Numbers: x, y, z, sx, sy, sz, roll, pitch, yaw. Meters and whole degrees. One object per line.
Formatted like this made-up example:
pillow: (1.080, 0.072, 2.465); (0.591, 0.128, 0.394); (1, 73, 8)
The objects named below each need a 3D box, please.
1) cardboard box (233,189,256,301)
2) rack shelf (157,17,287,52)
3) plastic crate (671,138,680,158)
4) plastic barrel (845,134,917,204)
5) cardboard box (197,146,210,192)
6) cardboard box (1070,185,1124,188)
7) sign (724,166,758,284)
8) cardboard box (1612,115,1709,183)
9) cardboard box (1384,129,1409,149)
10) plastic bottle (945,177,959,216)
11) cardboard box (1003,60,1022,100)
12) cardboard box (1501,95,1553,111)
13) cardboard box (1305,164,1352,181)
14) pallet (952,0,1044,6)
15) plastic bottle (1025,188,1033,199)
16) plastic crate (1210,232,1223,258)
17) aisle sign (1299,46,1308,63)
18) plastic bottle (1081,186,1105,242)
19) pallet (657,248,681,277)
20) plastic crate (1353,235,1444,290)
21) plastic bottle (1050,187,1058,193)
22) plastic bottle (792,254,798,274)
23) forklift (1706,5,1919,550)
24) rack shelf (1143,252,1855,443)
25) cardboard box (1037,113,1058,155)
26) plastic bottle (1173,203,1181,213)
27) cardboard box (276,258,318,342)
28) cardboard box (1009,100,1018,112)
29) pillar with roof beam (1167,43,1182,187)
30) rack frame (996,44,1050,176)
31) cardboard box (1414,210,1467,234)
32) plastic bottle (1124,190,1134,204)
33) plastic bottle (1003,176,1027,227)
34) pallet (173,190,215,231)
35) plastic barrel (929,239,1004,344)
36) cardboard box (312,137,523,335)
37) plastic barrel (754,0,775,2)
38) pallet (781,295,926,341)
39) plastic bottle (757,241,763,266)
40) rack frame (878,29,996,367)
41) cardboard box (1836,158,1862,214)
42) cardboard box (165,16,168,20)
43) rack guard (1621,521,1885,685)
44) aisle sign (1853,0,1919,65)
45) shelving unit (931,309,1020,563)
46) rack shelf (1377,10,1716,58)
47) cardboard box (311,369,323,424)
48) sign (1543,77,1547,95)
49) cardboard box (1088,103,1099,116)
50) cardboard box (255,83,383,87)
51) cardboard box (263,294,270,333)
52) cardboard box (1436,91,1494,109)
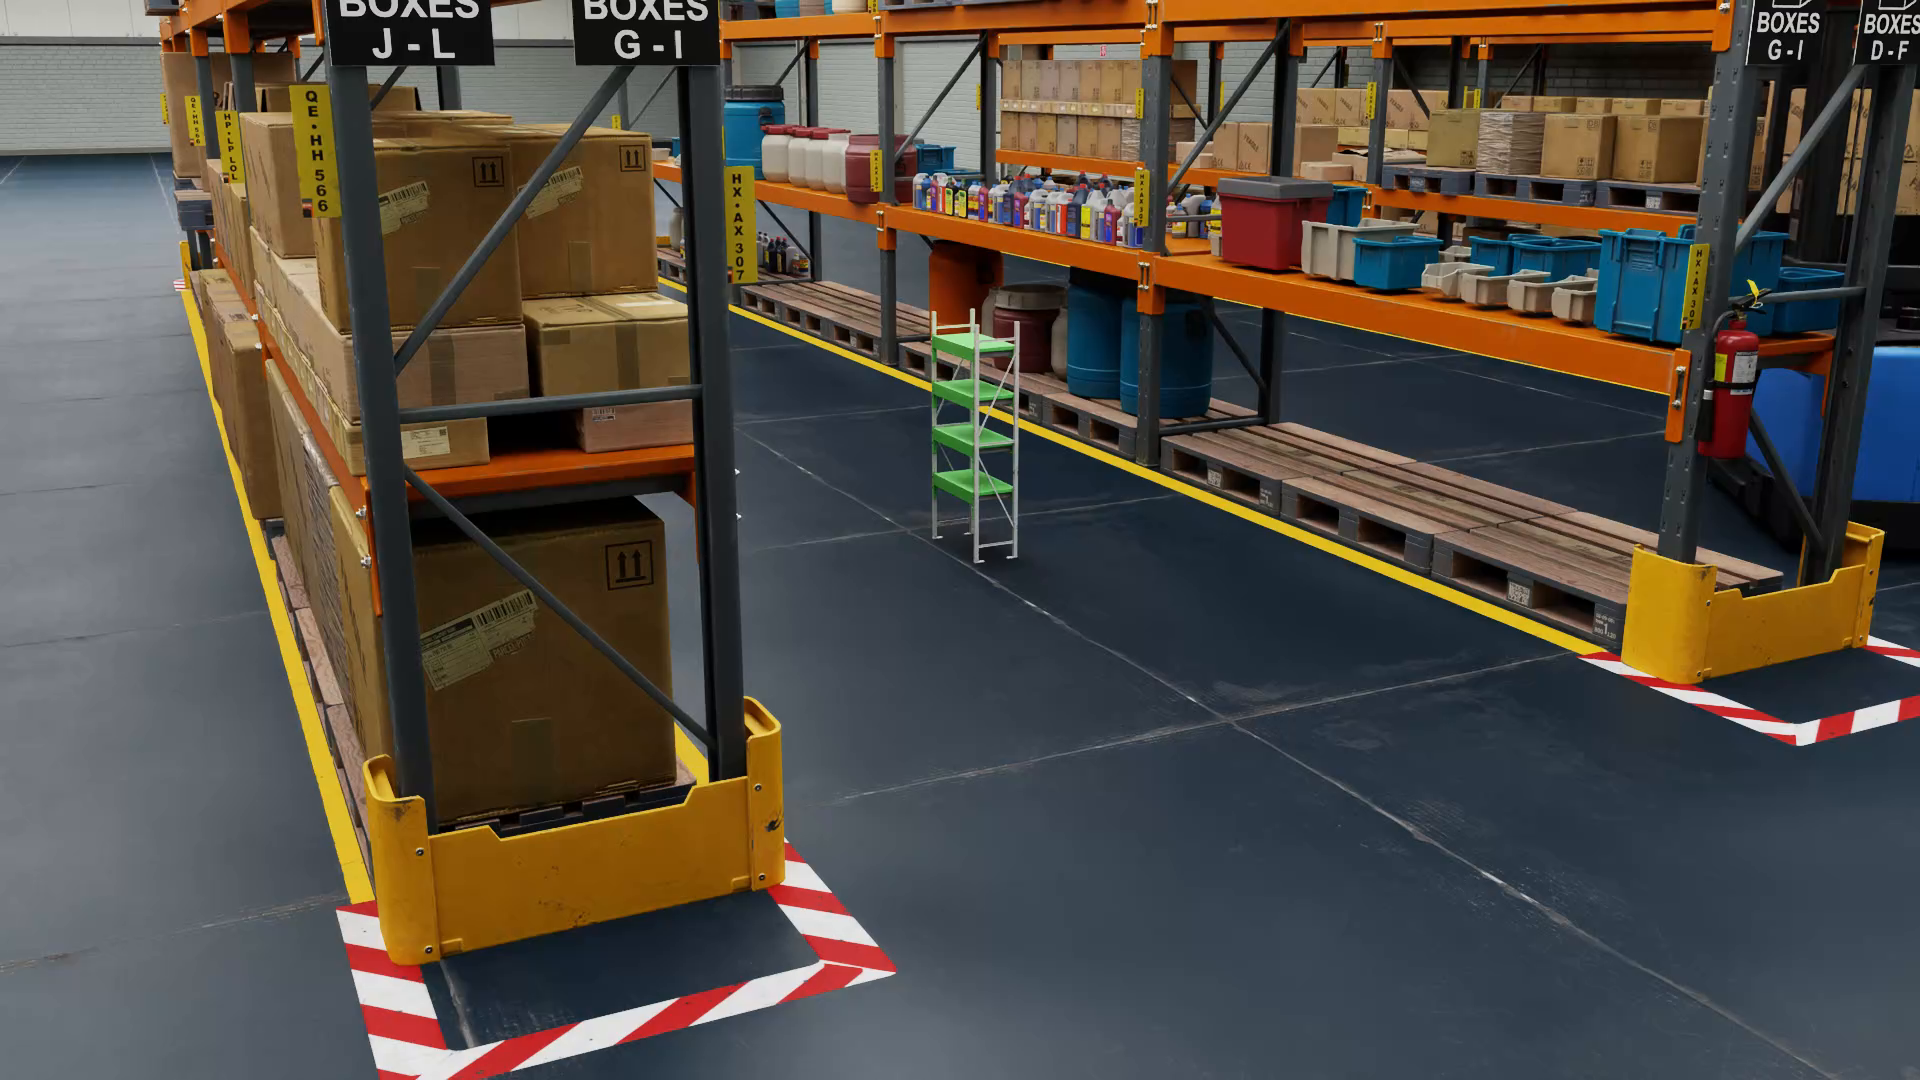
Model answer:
cardboard box: (-3.329, -1.493, 8.333); (0.500, 0.500, 0.500); (-8, 18, -25)
rack shelf: (-7.260, -4.937, 16.384); (1.077, 0.370, 4.000); (-8, 18, -25)
plastic crate: (-3.195, -4.776, 20.226); (0.499, 0.251, 0.616); (-8, 18, -25)
plastic barrel: (-0.655, -3.096, 13.854); (0.600, 0.536, 0.708); (-8, 18, -25)
cardboard box: (-5.238, -2.859, 12.332); (0.700, 0.500, 0.500); (-5, 17, -17)
cardboard box: (1.692, -4.120, 20.533); (0.500, 0.500, 0.500); (-8, 18, -25)
sign: (-0.625, -0.890, 4.700); (0.100, 0.325, 0.005); (-8, 18, -25)
cardboard box: (5.663, -3.115, 13.225); (0.700, 0.500, 0.500); (-5, 17, -16)
cardboard box: (6.049, -5.407, 22.389); (0.500, 0.250, 0.500); (-8, 18, -25)
plastic bottle: (-0.060, -2.596, 12.571); (0.061, 0.283, 0.133); (-8, 18, -25)
cardboard box: (0.987, -6.075, 21.948); (0.700, 0.500, 0.500); (-8, 18, -25)
cardboard box: (7.167, -5.270, 20.699); (0.700, 0.500, 0.500); (-8, 18, -25)
cardboard box: (3.633, -3.619, 16.378); (0.380, 0.149, 0.250); (-8, 18, -25)
pallet: (0.643, -3.775, 11.371); (1.003, 0.211, 1.213); (-8, 18, -25)
plastic bottle: (0.490, -2.329, 11.663); (0.097, 0.271, 0.097); (0, 16, 0)
plastic crate: (1.649, -1.730, 9.709); (0.396, 0.136, 0.243); (-8, 18, -25)
aisle sign: (4.921, -7.364, 24.261); (0.394, 0.787, 0.004); (-8, 18, -25)
plastic bottle: (0.877, -2.125, 10.807); (0.144, 0.351, 0.185); (-8, 18, -25)
pallet: (-3.257, -3.380, 20.147); (1.003, 0.211, 1.213); (-8, 18, -25)
plastic crate: (2.196, -1.395, 8.369); (0.416, 0.233, 0.300); (-8, 18, -25)
plastic bottle: (0.730, -2.599, 12.730); (0.097, 0.201, 0.097); (0, 16, 0)
plastic bottle: (-1.766, -2.993, 18.017); (0.097, 0.201, 0.097); (0, 16, 0)
forklift: (5.000, -1.706, 9.381); (1.130, 2.935, 3.031); (3, 16, 10)
rack shelf: (2.450, -1.119, 8.515); (1.077, 0.370, 4.000); (-8, 18, -25)
cardboard box: (1.410, -5.211, 21.289); (0.700, 0.500, 0.500); (-8, 18, -25)
plastic bottle: (1.484, -2.173, 11.243); (0.097, 0.201, 0.097); (0, 16, 0)
cardboard box: (-2.254, -0.910, 6.215); (0.500, 0.250, 0.500); (-8, 18, -25)
cardboard box: (0.867, -5.705, 21.835); (0.380, 0.149, 0.250); (-8, 18, -26)
pillar with roof beam: (-0.192, -9.915, 26.987); (9.100, 9.000, 0.400); (-8, 18, -25)
rack frame: (0.771, -5.533, 22.595); (1.000, 3.000, 0.127); (-8, 18, -25)
cardboard box: (6.484, -4.404, 22.392); (0.500, 0.500, 0.500); (-9, 18, -29)
plastic bottle: (1.171, -2.273, 11.457); (0.152, 0.276, 0.135); (-8, 18, -25)
plastic bottle: (0.394, -2.398, 11.759); (0.144, 0.351, 0.185); (-8, 18, -25)
pallet: (-5.039, -2.425, 12.111); (1.213, 0.211, 1.003); (-8, 18, -25)
plastic barrel: (0.051, -1.992, 13.426); (0.600, 0.830, 0.708); (-8, 18, -25)
cardboard box: (-1.576, -0.890, 4.788); (0.500, 0.500, 0.500); (-7, 18, -24)
plastic barrel: (-1.943, -5.772, 17.024); (0.421, 0.512, 0.421); (0, 16, 0)
pallet: (-1.014, -2.111, 15.723); (1.003, 0.211, 1.213); (-8, 18, -25)
plastic bottle: (-2.303, -3.225, 18.689); (0.152, 0.276, 0.135); (-8, 18, -25)
rack frame: (-0.179, -2.952, 13.600); (1.000, 3.000, 0.127); (-8, 18, -25)
cardboard box: (6.233, -2.320, 11.216); (0.500, 0.500, 0.500); (-7, 18, -24)
cardboard box: (-7.265, -5.053, 15.755); (0.500, 0.250, 0.500); (-8, 18, -25)
rack guard: (3.348, 0.237, 7.017); (1.175, 0.500, 0.348); (-8, 18, -25)
aisle sign: (3.624, -2.236, 6.392); (0.394, 0.787, 0.004); (-8, 18, -25)
shelving unit: (0.072, -0.536, 8.442); (0.258, 1.200, 0.503); (-8, 18, -25)
rack shelf: (5.152, -4.150, 13.640); (1.077, 0.370, 4.000); (-8, 18, -25)
cardboard box: (-1.912, -0.487, 5.464); (0.380, 0.149, 0.250); (-7, 18, -24)
sign: (7.472, -5.766, 21.305); (0.100, 0.325, 0.005); (-8, 18, -25)
cardboard box: (1.767, -5.195, 20.060); (0.380, 0.149, 0.250); (-8, 18, -25)
cardboard box: (-3.456, -2.221, 9.052); (0.797, 0.503, 0.637); (-7, 18, -24)
cardboard box: (-2.817, -0.997, 7.243); (0.380, 0.149, 0.250); (-7, 17, -23)
cardboard box: (6.489, -5.519, 21.421); (0.500, 0.500, 0.500); (-8, 18, -25)
